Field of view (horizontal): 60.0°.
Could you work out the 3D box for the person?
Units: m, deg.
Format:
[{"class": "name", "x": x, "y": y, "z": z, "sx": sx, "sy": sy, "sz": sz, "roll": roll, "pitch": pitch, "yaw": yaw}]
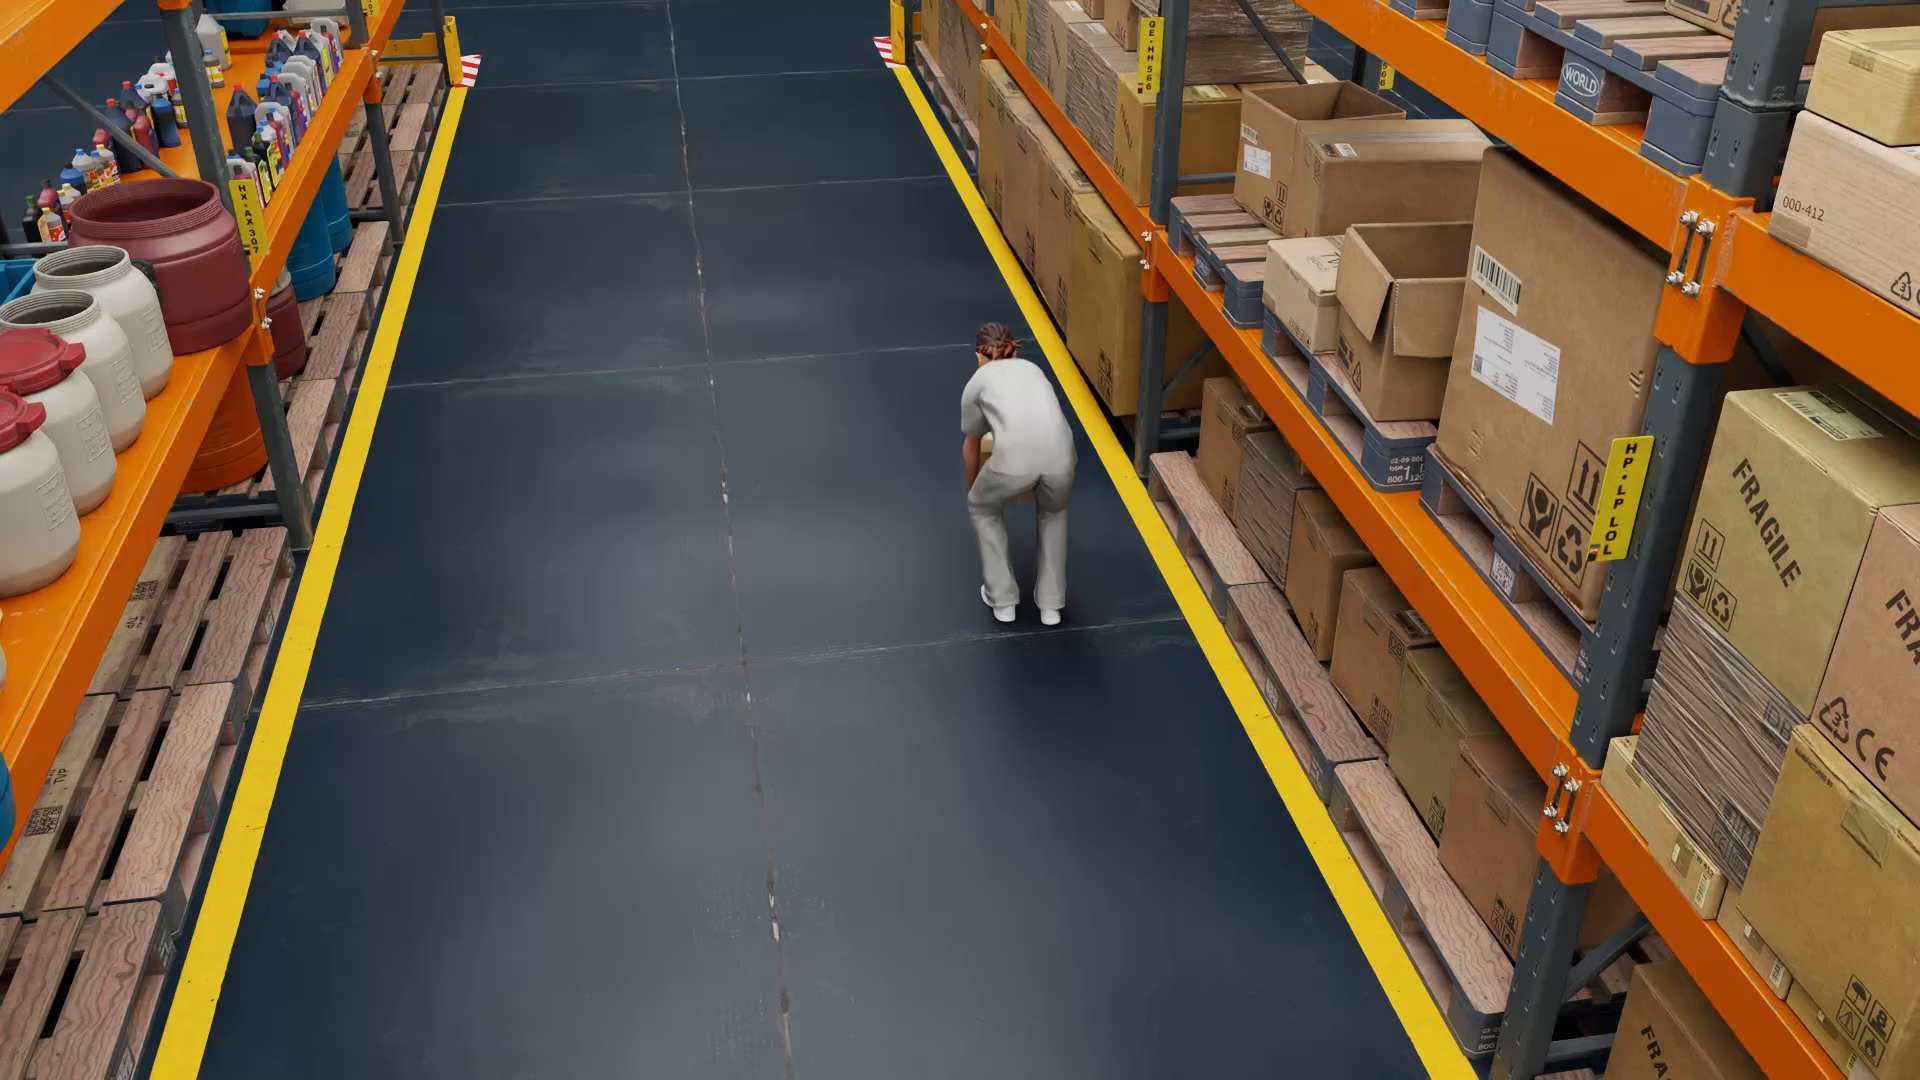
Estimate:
[{"class": "person", "x": 0.236, "y": -0.271, "z": 7.116, "sx": 0.435, "sy": 1.137, "sz": 0.852, "roll": -7, "pitch": 31, "yaw": -11}]
